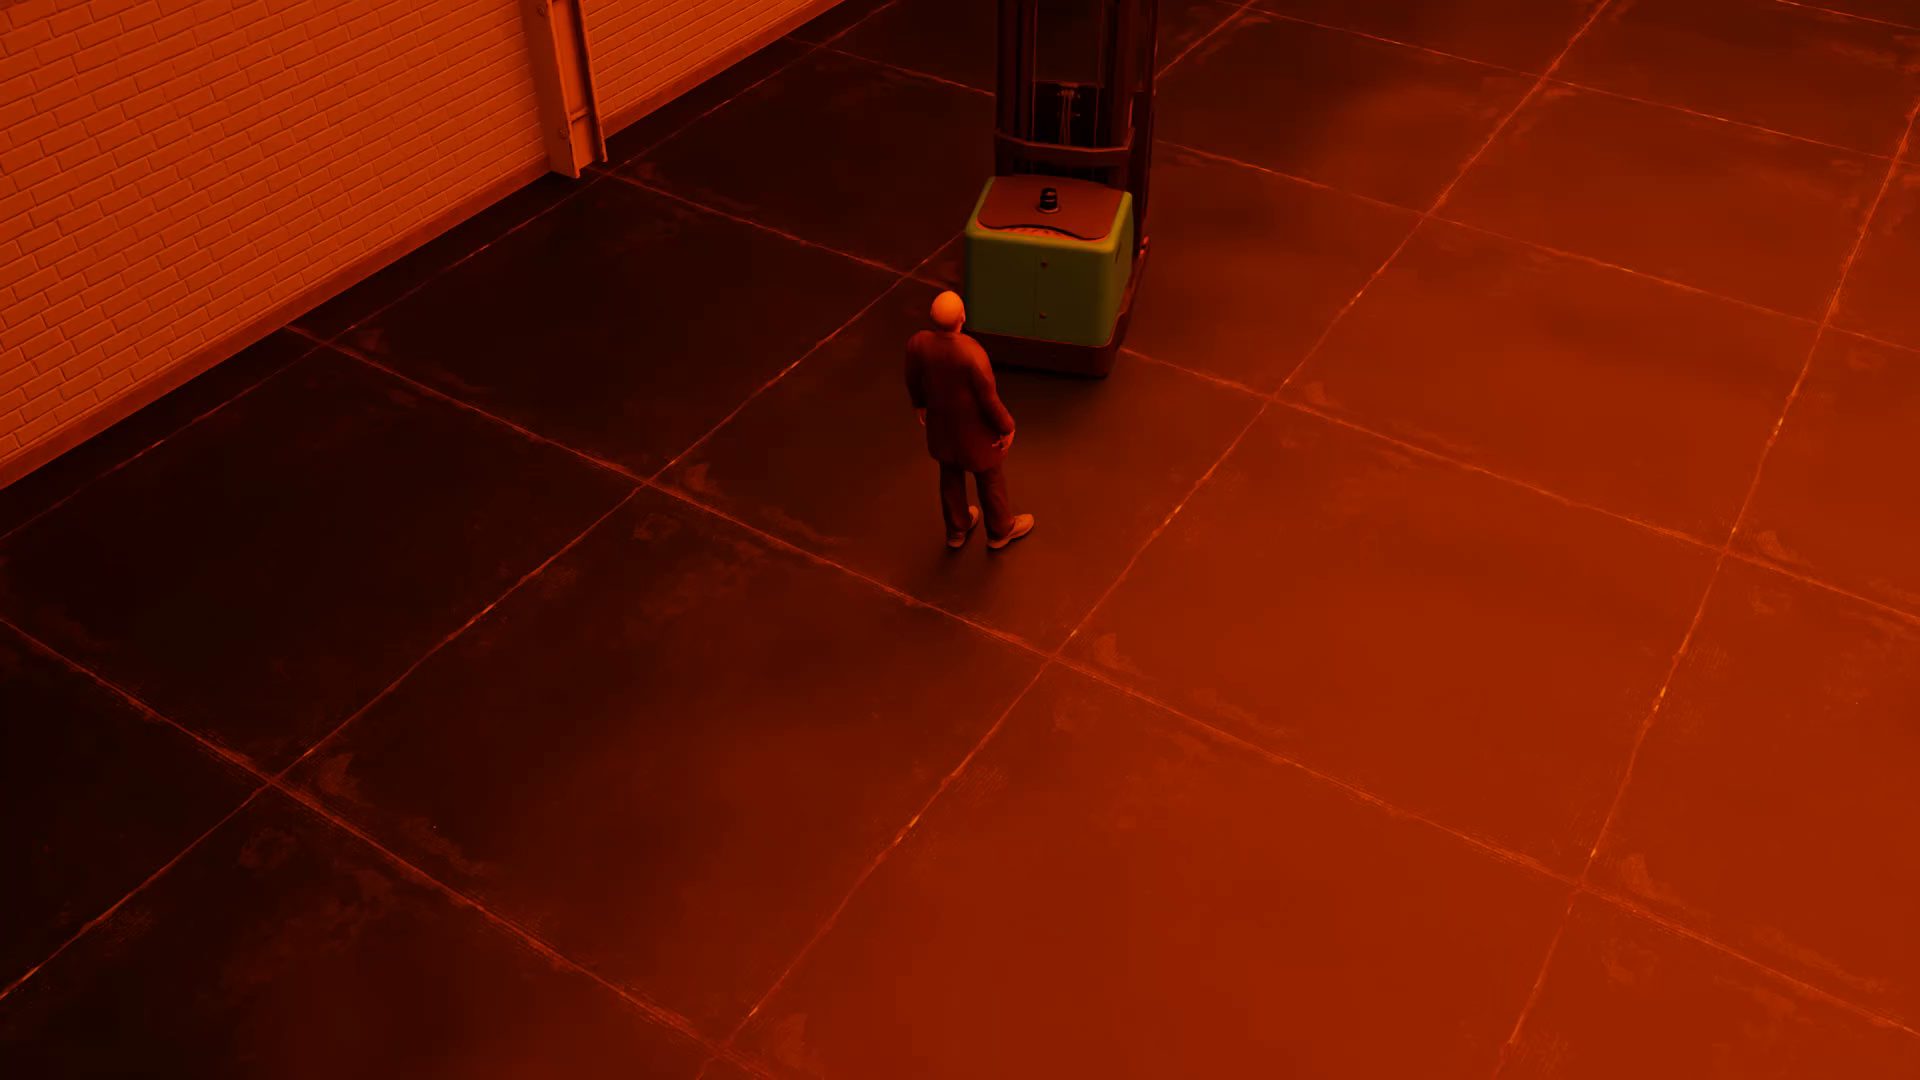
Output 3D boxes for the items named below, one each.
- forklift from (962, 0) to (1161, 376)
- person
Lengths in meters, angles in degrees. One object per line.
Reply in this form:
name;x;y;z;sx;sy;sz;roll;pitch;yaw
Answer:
forklift;0.851;-3.208;11.753;1.130;2.935;3.031;9;41;10
person;0.053;-0.732;9.712;0.696;1.778;0.579;22;45;24
